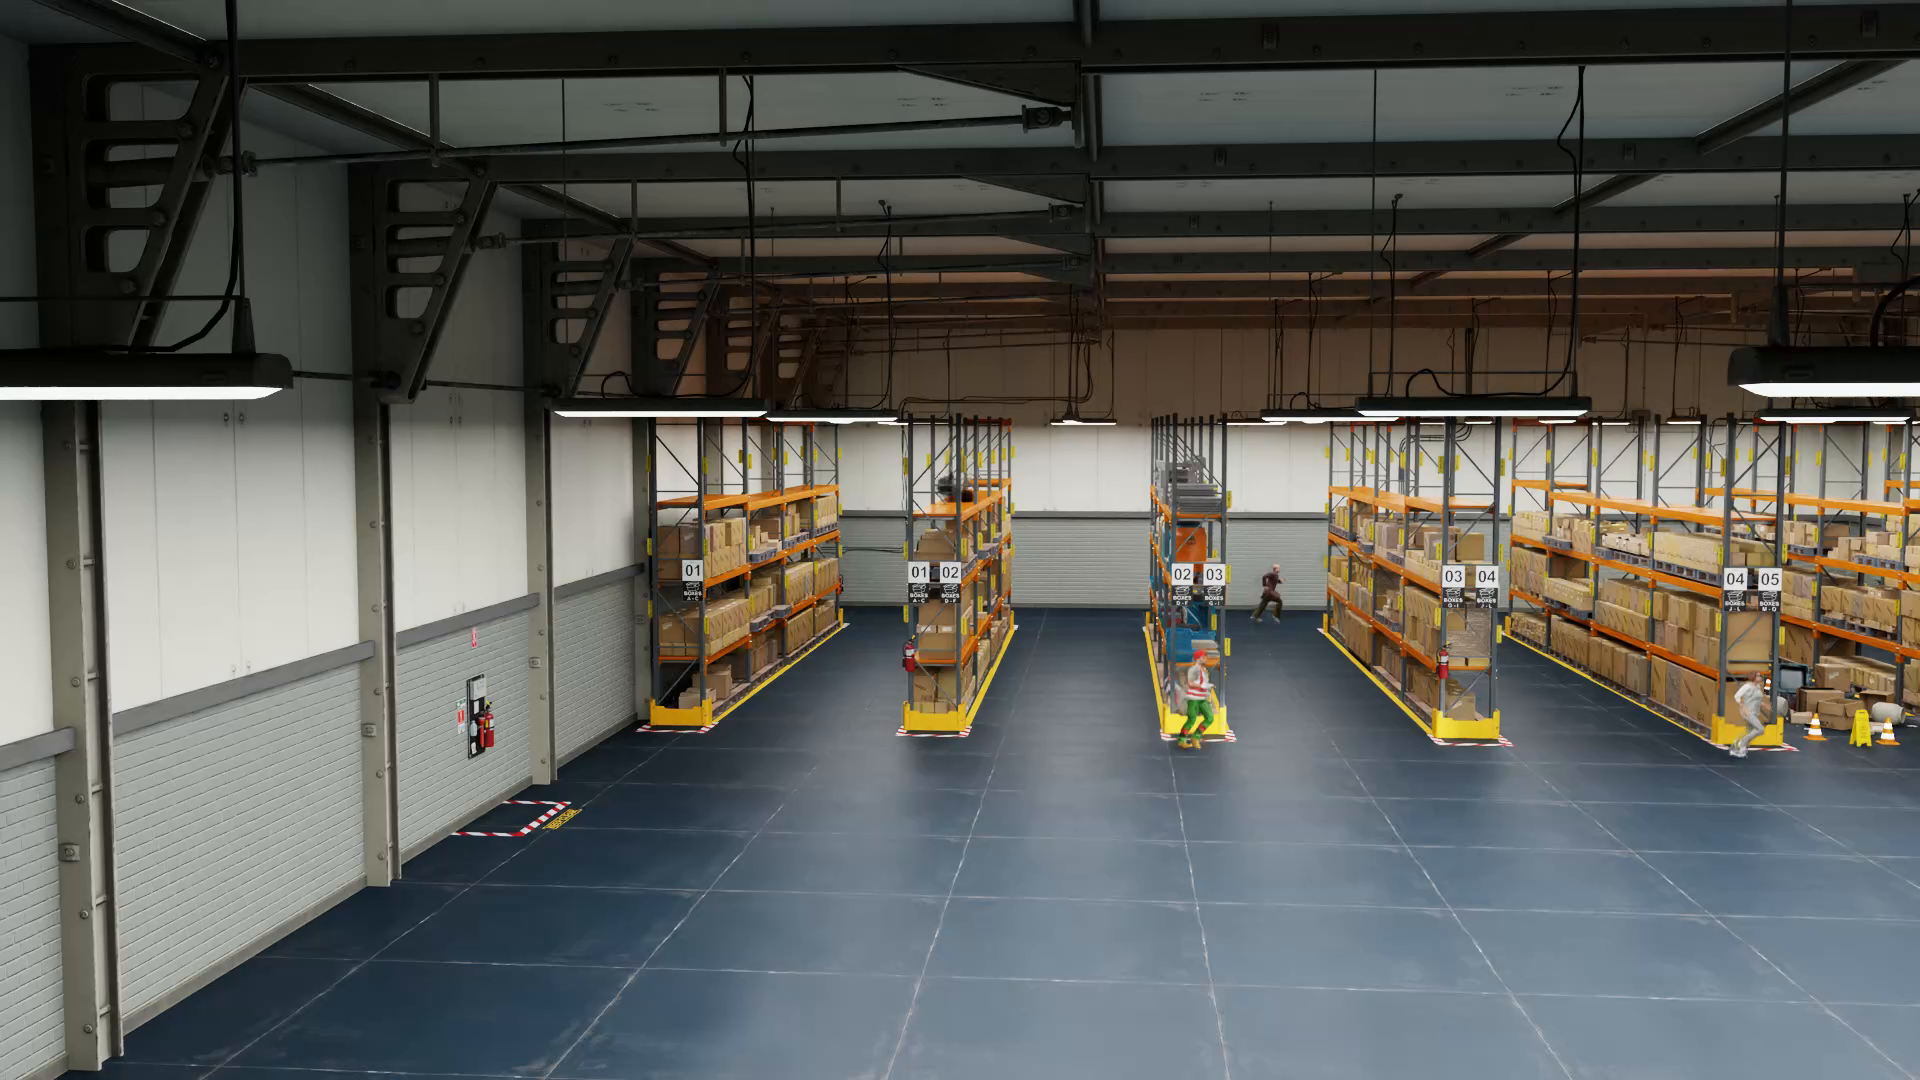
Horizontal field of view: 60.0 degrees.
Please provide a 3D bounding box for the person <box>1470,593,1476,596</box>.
[{"bbox_3d":[14.315,1.782,46.421,0.489,1.649,0.689,-4,5,-43],"label":"person"}]

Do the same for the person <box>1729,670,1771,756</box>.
[{"bbox_3d":[13.686,3.005,28.786,0.473,1.528,0.671,-3,5,-41],"label":"person"}]

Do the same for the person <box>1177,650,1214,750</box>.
[{"bbox_3d":[4.270,2.852,29.620,0.694,1.786,0.656,3,5,39],"label":"person"}]

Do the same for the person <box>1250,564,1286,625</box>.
[{"bbox_3d":[8.999,1.595,48.535,1.026,1.785,0.696,0,4,7],"label":"person"}]
